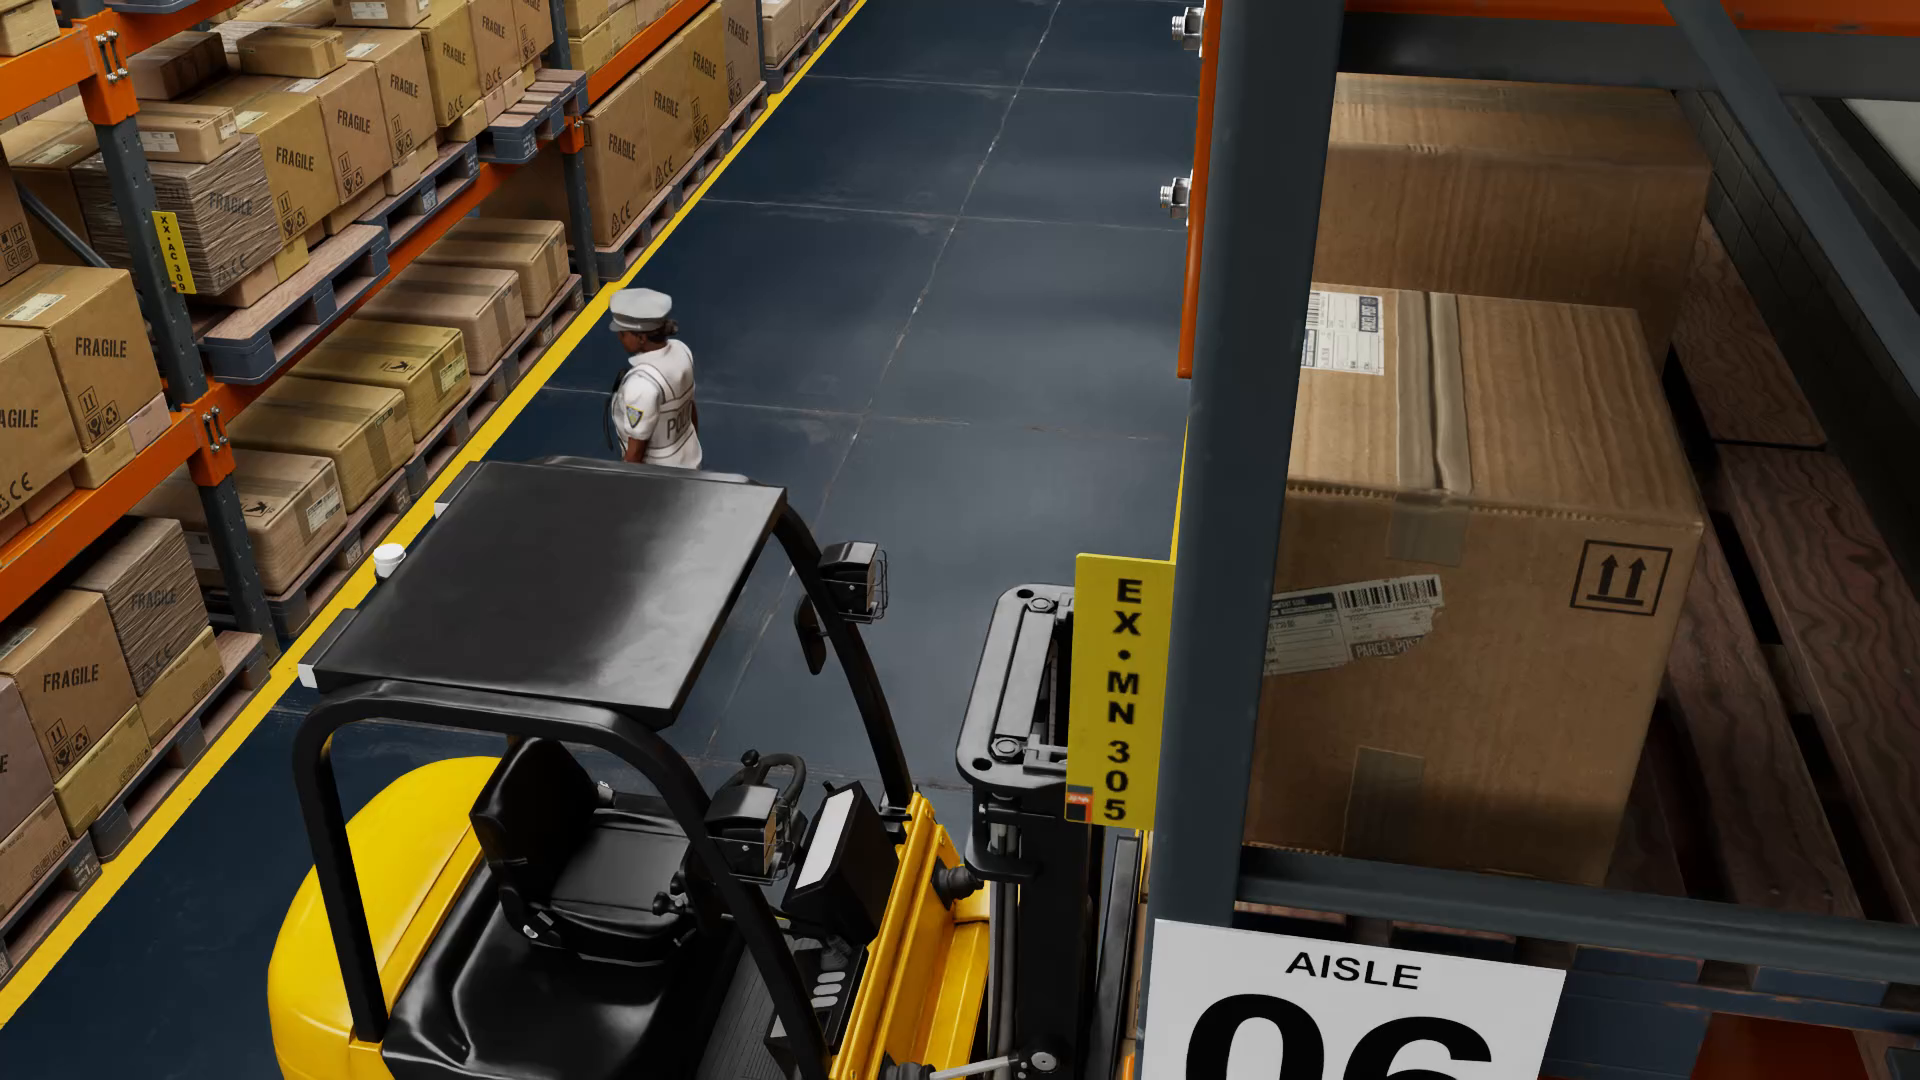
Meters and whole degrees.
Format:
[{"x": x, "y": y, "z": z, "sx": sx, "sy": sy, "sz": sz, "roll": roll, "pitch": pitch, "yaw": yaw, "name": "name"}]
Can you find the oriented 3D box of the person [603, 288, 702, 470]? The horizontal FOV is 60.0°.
[{"x": -1.278, "y": -0.244, "z": 7.050, "sx": 0.372, "sy": 1.742, "sz": 0.508, "roll": 8, "pitch": 33, "yaw": 12, "name": "person"}]
